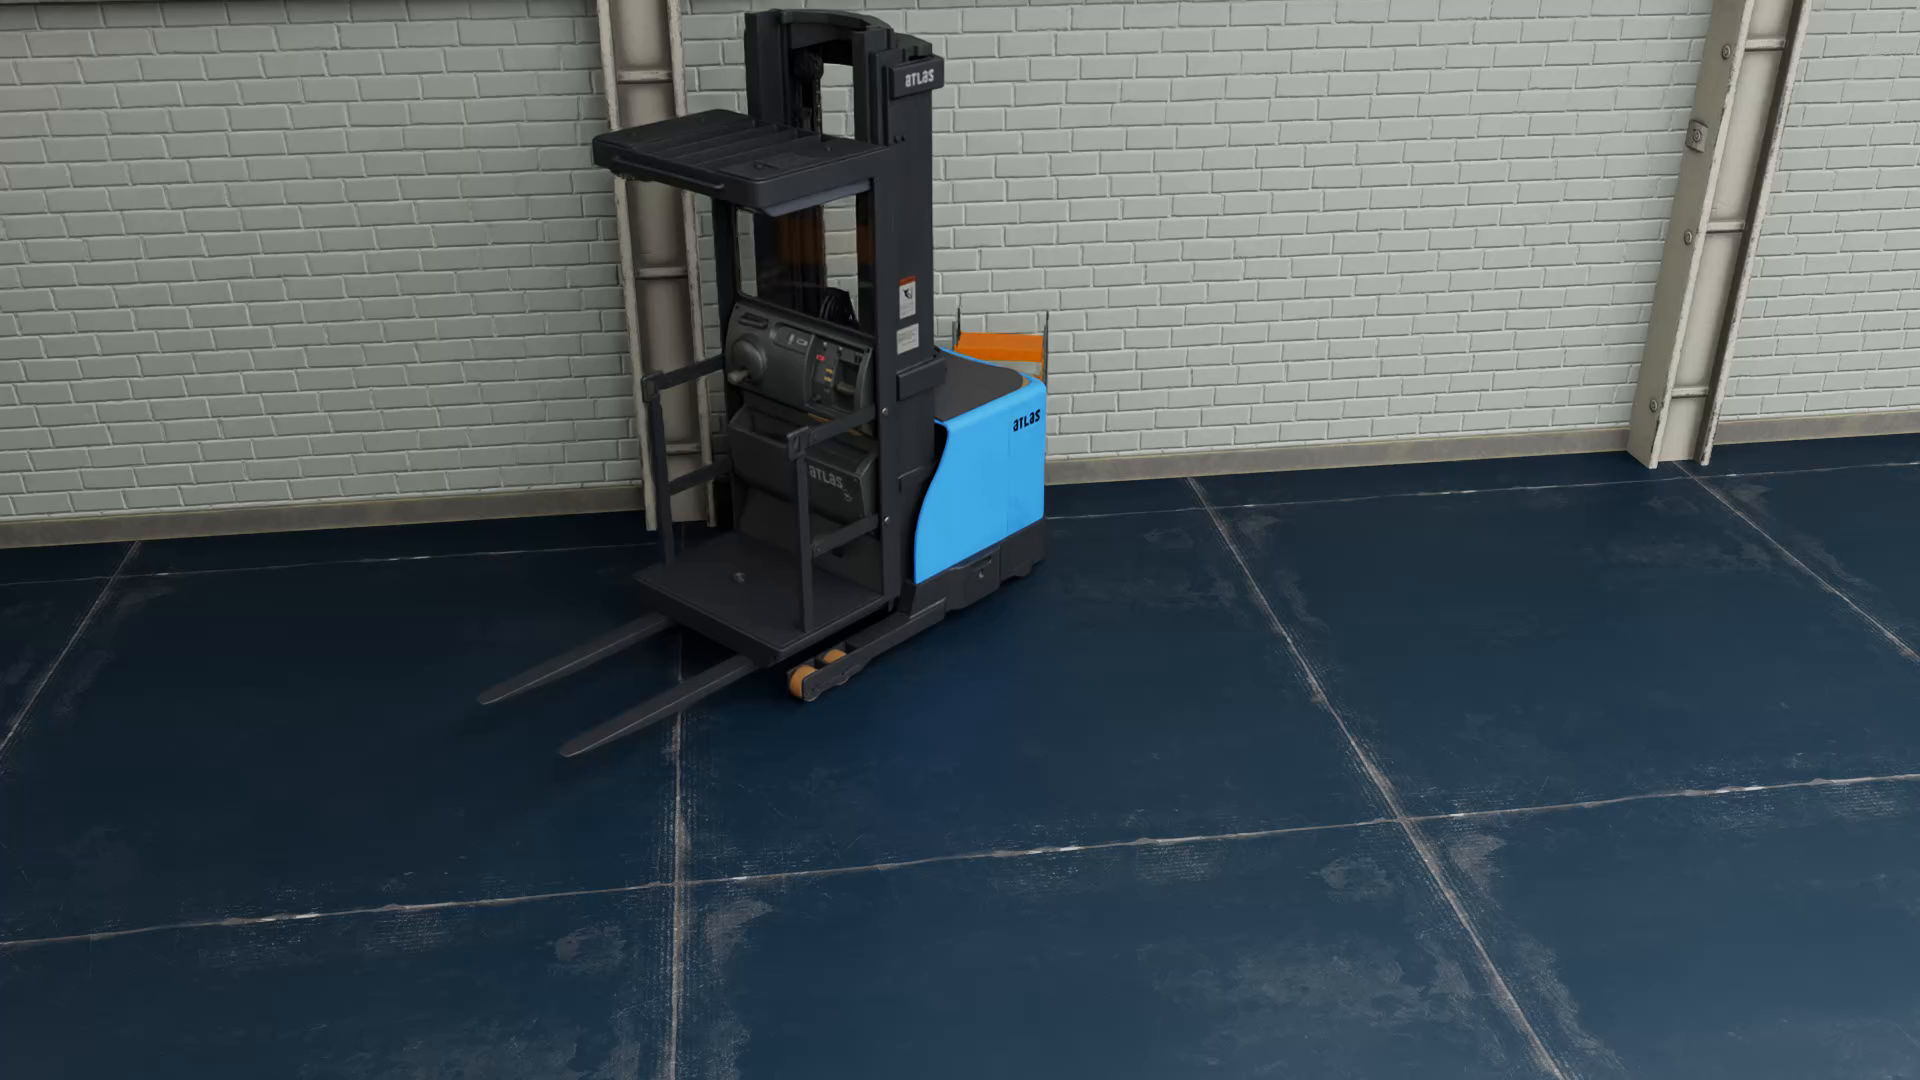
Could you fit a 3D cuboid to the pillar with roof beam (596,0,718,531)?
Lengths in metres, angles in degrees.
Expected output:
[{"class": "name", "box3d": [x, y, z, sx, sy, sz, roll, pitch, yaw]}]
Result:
[{"class": "pillar with roof beam", "box3d": [-0.987, -2.193, 3.666, 0.400, 9.000, 9.100, -4, 27, -7]}]

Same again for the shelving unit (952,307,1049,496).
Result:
[{"class": "shelving unit", "box3d": [0.222, -0.673, 9.247, 0.503, 1.200, 0.258, 3, 27, 6]}]

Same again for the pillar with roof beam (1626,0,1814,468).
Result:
[{"class": "pillar with roof beam", "box3d": [4.955, -2.574, 4.410, 0.400, 9.000, 9.100, -4, 27, -7]}]

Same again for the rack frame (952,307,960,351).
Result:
[{"class": "rack frame", "box3d": [-0.020, -0.686, 9.272, 0.015, 1.200, 0.240, 3, 27, 6]}]

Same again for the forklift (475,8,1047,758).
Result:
[{"class": "forklift", "box3d": [-0.897, -0.810, 7.618, 1.130, 2.935, 3.031, 22, 35, 36]}]

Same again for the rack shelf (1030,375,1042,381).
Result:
[{"class": "rack shelf", "box3d": [0.222, -0.812, 9.176, 0.480, 0.148, 0.258, 3, 27, 6]}]

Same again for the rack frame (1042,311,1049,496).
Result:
[{"class": "rack frame", "box3d": [0.465, -0.660, 9.222, 0.015, 1.200, 0.240, 3, 27, 6]}]

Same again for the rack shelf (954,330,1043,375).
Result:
[{"class": "rack shelf", "box3d": [0.222, -1.022, 9.068, 0.480, 0.148, 0.258, 3, 27, 6]}]
